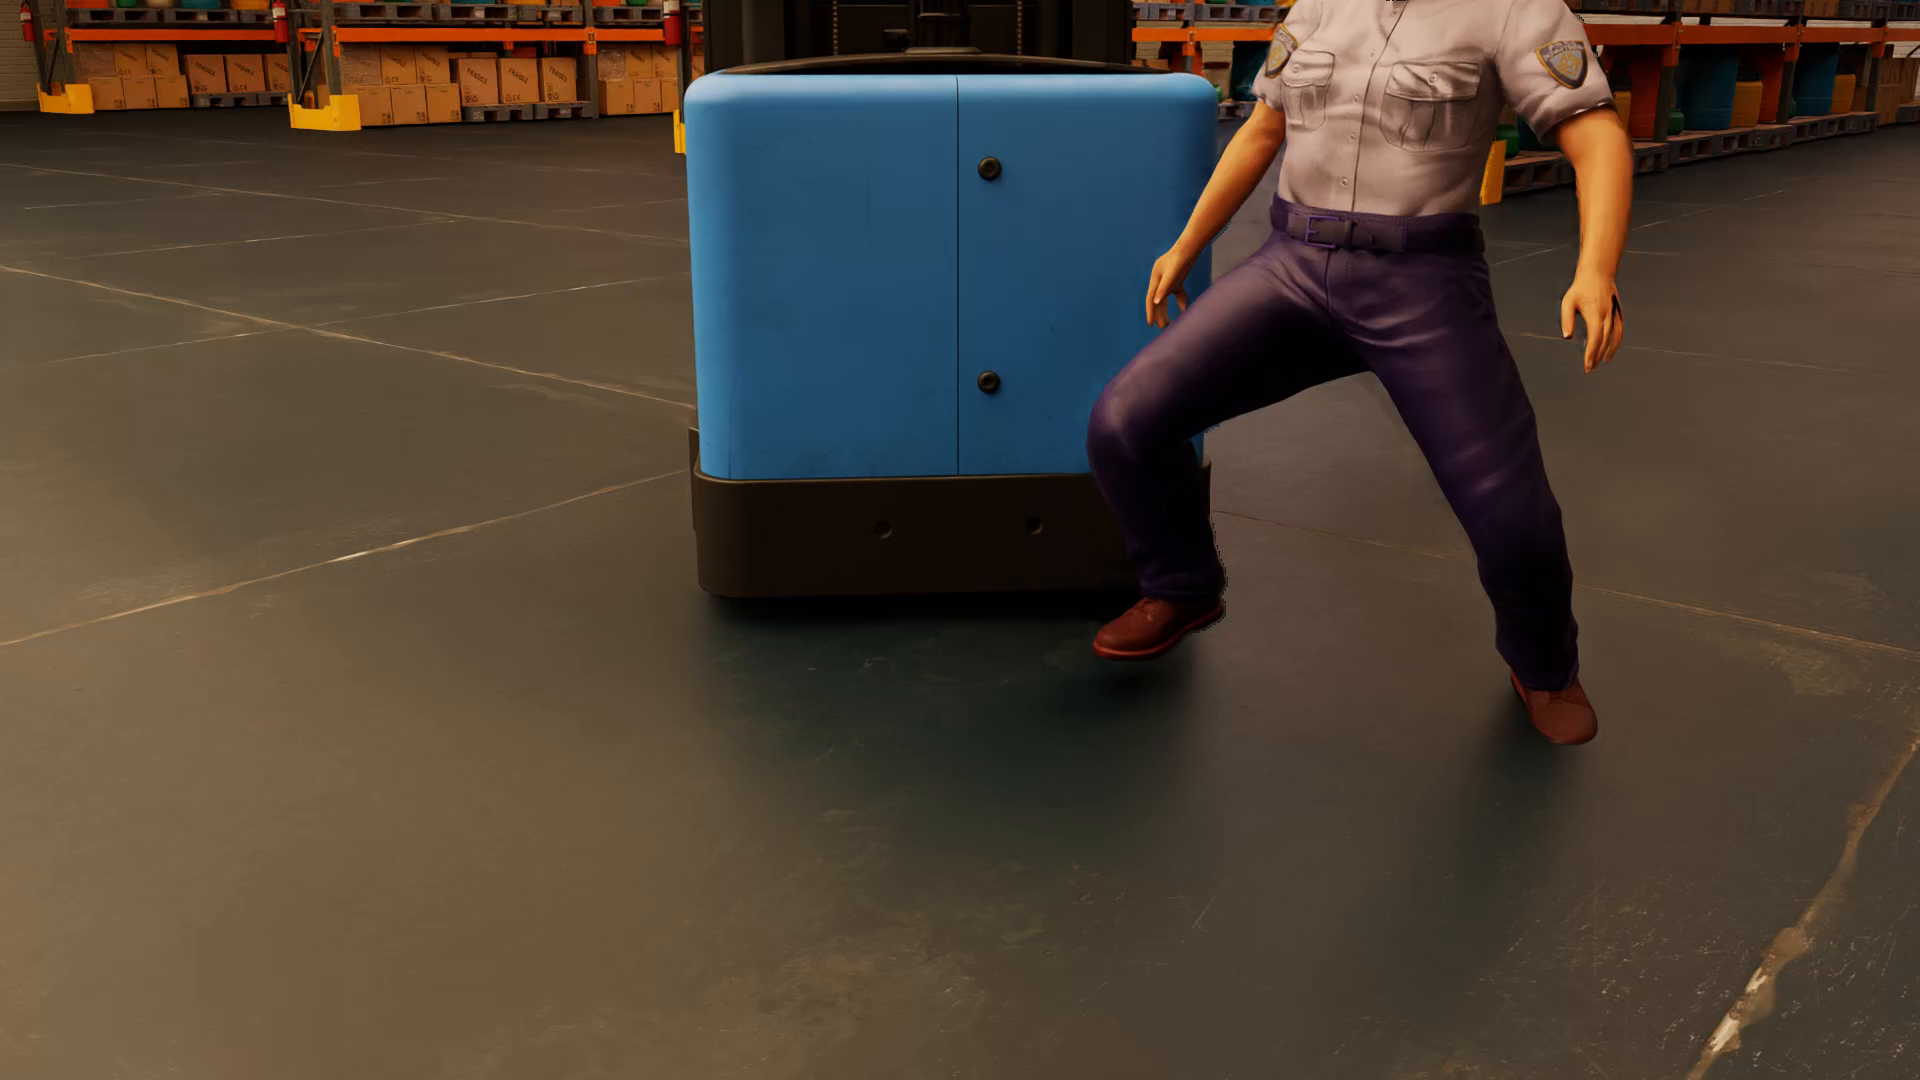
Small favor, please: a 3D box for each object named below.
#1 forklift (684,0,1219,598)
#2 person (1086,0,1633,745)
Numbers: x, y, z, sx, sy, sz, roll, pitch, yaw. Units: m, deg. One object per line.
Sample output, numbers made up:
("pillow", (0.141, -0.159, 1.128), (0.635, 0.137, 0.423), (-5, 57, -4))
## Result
("forklift", (-0.127, -1.666, 4.382), (1.130, 2.935, 3.031), (-1, 17, -5))
("person", (0.714, -0.413, 2.751), (0.890, 1.541, 0.659), (15, 22, 40))
